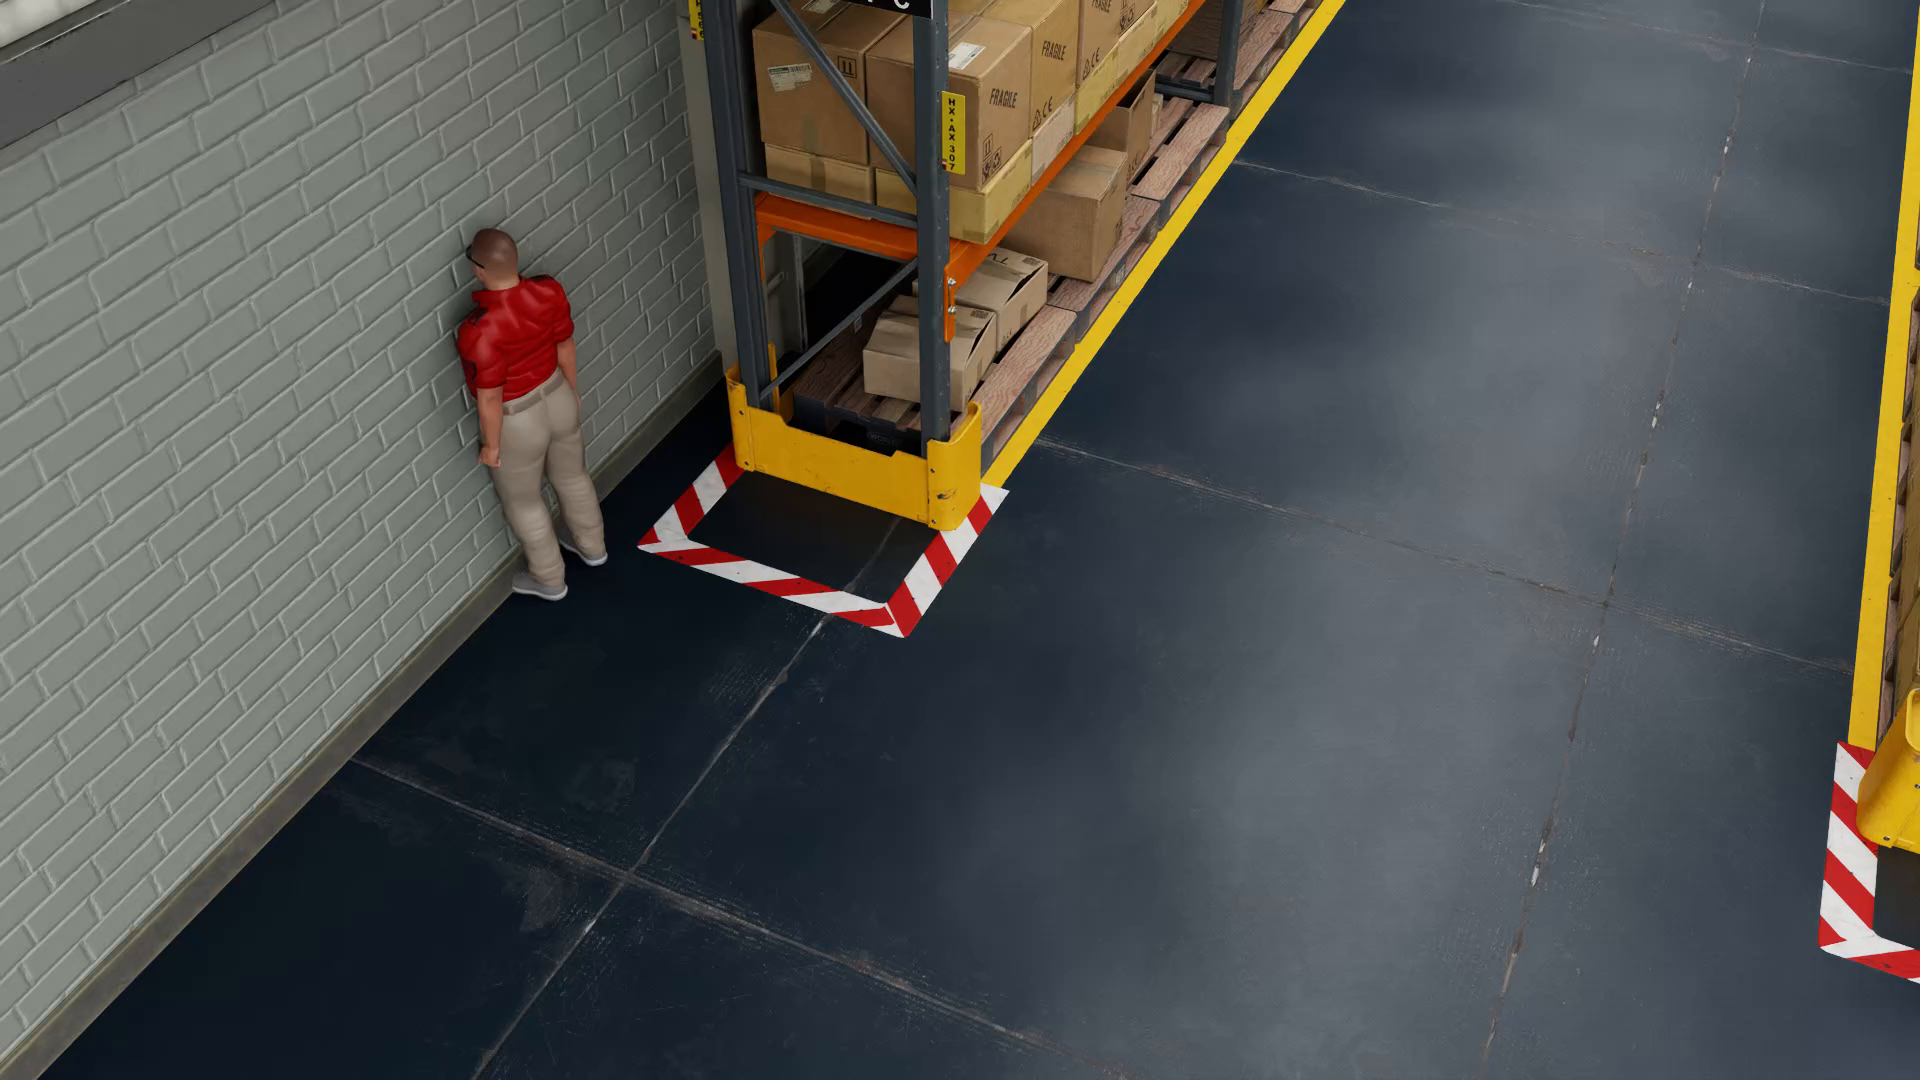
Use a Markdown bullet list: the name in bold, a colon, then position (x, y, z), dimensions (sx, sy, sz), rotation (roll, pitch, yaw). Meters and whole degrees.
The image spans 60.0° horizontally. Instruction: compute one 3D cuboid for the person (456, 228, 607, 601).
- **person**: position (-1.764, -0.508, 6.740), dimensions (0.364, 1.731, 0.525), rotation (24, 47, 25)
